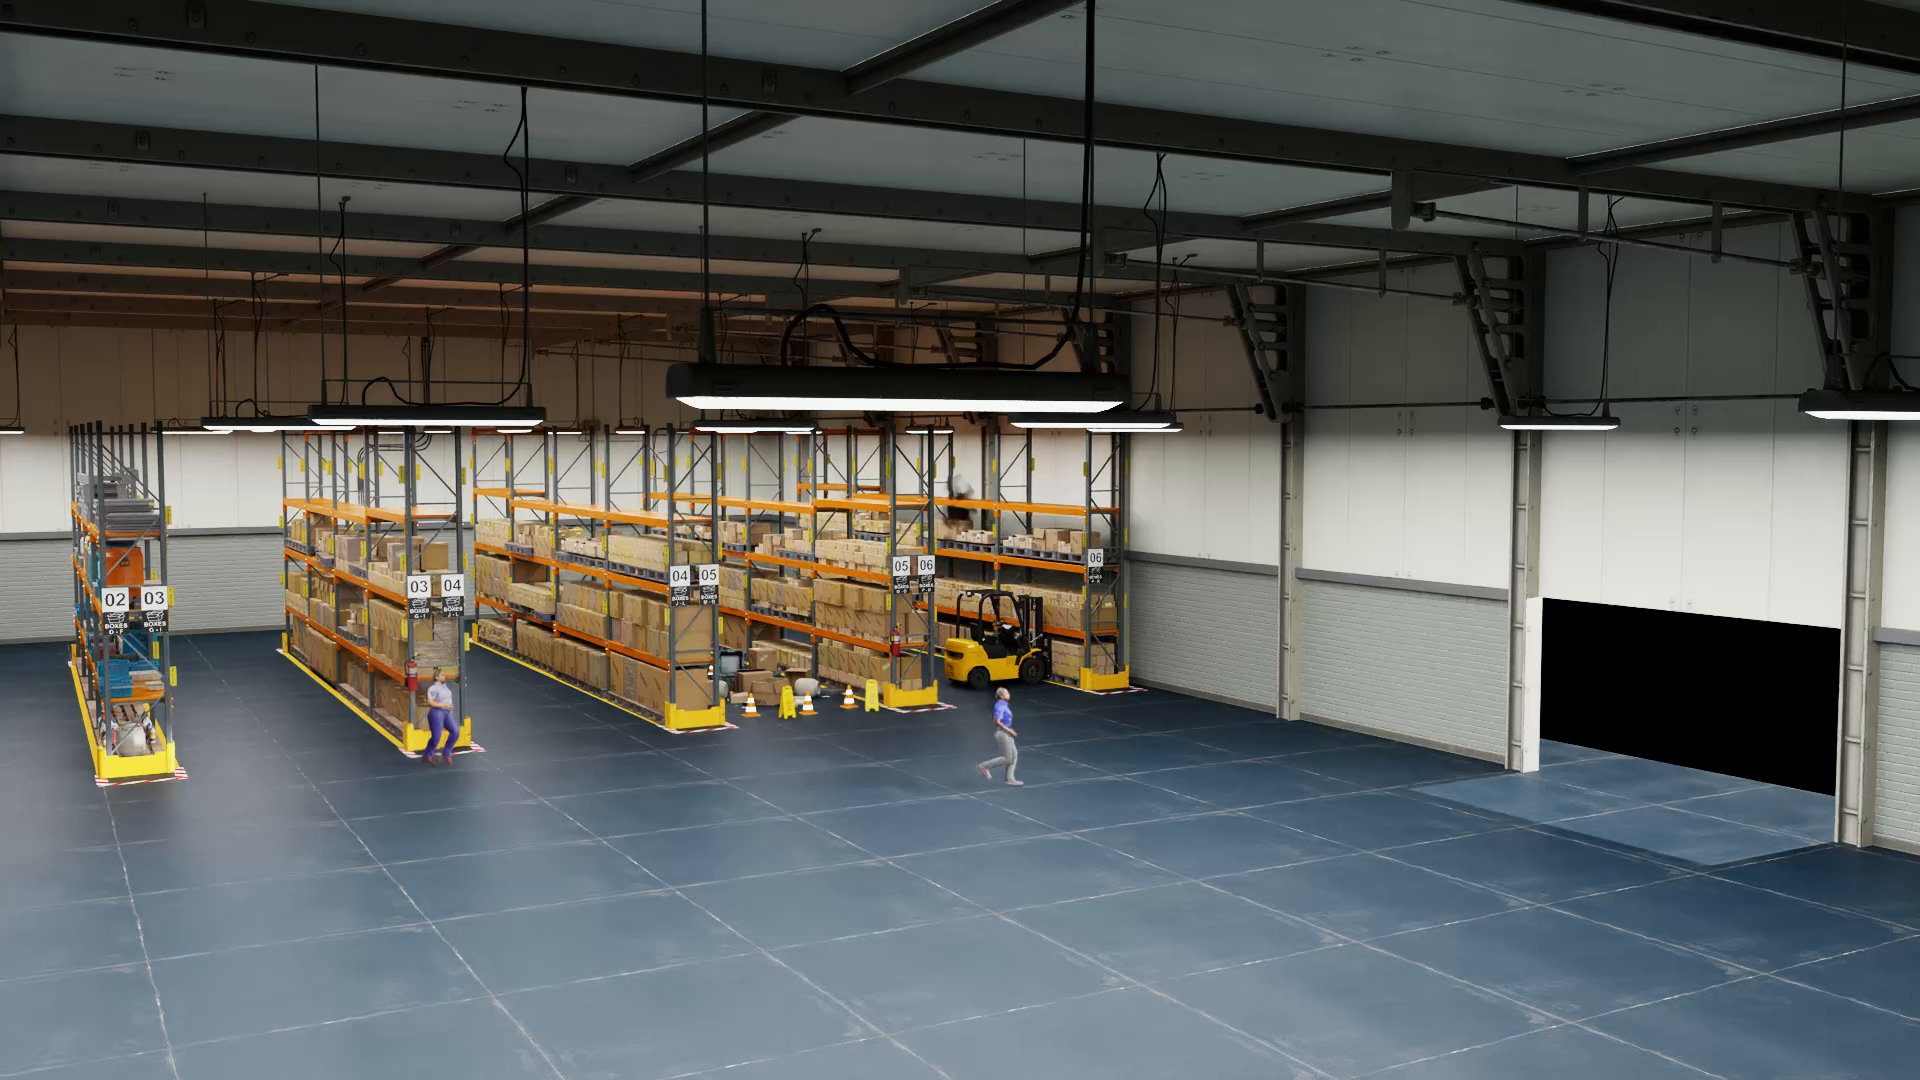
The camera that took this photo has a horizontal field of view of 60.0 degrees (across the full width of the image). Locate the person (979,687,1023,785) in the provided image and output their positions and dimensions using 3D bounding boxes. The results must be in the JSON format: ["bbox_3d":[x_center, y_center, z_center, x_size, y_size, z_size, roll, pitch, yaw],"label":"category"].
[{"bbox_3d":[0.675,3.270,27.294,0.727,1.520,0.573,0,4,0],"label":"person"}]

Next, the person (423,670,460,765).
[{"bbox_3d":[-9.086,3.117,29.147,0.590,1.656,0.617,1,4,19],"label":"person"}]
